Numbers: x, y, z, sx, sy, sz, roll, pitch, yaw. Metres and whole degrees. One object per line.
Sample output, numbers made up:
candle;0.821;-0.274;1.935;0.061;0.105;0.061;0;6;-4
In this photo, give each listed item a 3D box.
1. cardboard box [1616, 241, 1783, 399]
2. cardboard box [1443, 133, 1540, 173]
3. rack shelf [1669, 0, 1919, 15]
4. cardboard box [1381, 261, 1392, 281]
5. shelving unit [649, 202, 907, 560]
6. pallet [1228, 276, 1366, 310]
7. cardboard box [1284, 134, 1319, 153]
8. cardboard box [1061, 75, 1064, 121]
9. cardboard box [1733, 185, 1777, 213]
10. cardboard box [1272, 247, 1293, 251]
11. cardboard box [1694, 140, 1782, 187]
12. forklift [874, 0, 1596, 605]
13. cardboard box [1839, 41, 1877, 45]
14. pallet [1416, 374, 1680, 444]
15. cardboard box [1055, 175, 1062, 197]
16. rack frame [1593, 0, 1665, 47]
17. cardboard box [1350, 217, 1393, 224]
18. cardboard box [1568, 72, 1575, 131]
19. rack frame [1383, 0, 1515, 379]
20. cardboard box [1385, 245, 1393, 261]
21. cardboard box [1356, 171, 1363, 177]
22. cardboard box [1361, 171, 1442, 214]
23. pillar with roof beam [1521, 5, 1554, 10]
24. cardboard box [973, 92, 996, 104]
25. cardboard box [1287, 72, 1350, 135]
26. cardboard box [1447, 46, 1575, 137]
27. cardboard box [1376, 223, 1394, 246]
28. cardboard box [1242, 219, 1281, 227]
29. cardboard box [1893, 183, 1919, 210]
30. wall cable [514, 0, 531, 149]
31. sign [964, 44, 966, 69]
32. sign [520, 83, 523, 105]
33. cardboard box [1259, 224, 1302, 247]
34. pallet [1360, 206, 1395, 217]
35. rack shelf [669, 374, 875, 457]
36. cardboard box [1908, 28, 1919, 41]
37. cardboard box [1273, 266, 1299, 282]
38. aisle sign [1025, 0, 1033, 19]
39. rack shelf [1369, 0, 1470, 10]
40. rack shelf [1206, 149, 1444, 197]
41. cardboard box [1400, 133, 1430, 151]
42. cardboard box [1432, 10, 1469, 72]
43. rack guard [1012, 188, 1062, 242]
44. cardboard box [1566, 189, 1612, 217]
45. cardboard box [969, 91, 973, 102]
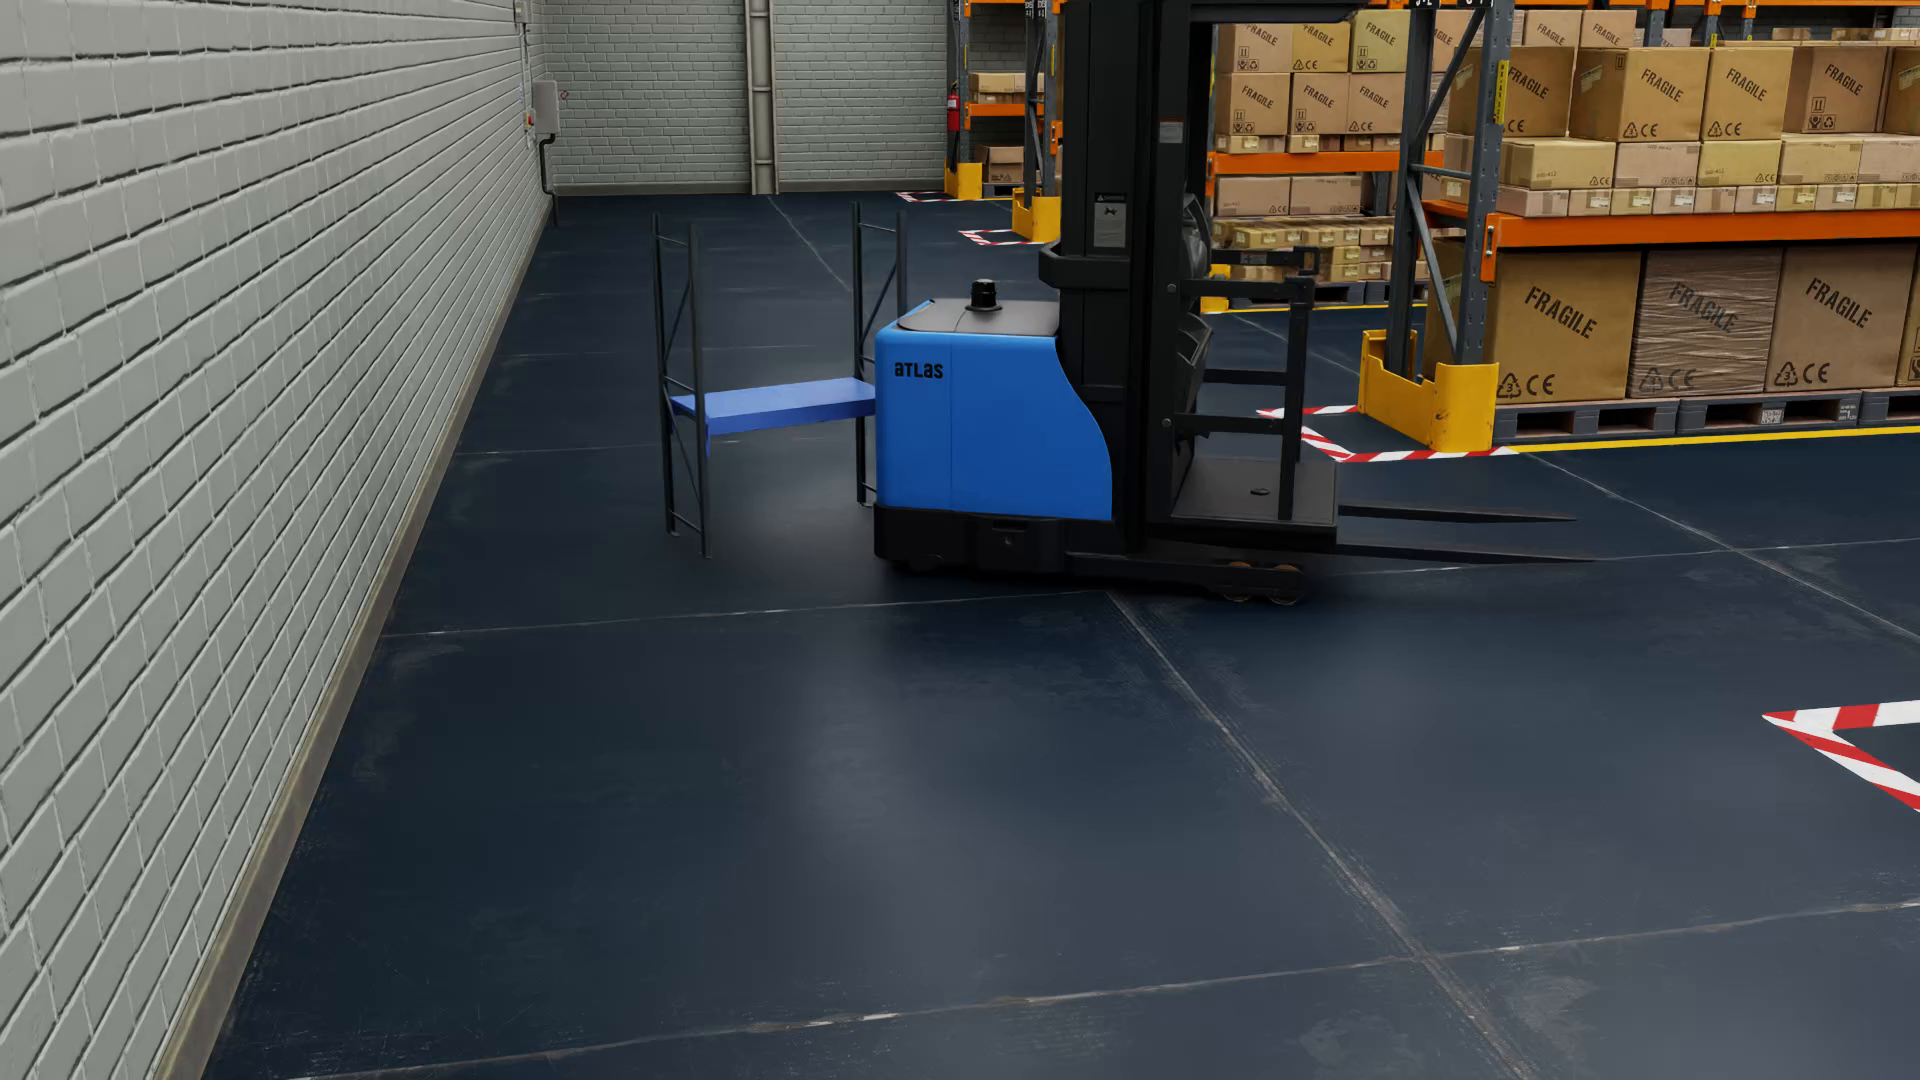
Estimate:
cardboard box;4.297;-1.396;10.151;0.875;0.875;0.875;-3;17;-10
cardboard box;3.216;-2.275;9.860;0.500;0.250;0.500;-4;17;-11
rack shelf;10.729;-6.605;20.324;4.000;0.370;1.077;-3;17;-10
cardboard box;3.773;-2.379;14.588;0.250;0.149;0.380;-4;18;-13
shelving unit;-0.822;-0.768;7.758;1.048;1.500;0.538;-10;20;-29
pallet;2.828;-2.243;14.755;1.213;0.211;1.003;-3;17;-10
cardboard box;2.845;-3.366;14.090;0.250;0.149;0.380;-4;17;-12
cardboard box;1.436;-4.950;18.649;0.500;0.500;0.500;-3;17;-11
cardboard box;4.464;-1.978;9.571;0.250;0.149;0.380;-3;17;-11
cardboard box;2.792;-2.471;14.382;0.250;0.149;0.380;-3;17;-11
cardboard box;4.316;-2.179;9.545;0.500;0.250;0.500;-4;17;-12
forklift;1.193;-1.301;7.054;3.031;2.935;1.130;4;17;12
cardboard box;10.774;-5.841;20.328;0.500;0.500;0.500;-4;18;-13
pallet;3.561;-0.835;10.172;1.213;0.211;1.003;-3;17;-10
cardboard box;1.540;-4.000;19.374;0.875;0.438;0.875;-4;17;-12
rack frame;5.876;-3.760;14.943;0.127;3.000;1.000;-3;17;-10
cardboard box;3.708;-2.820;15.011;0.250;0.149;0.380;-4;17;-12
cardboard box;5.455;-3.841;14.532;0.500;0.500;0.500;-3;17;-10
rack frame;2.791;-2.101;9.544;0.127;3.000;1.000;-3;17;-10
cardboard box;3.788;-2.562;14.679;0.250;0.149;0.380;-2;17;-8
cardboard box;5.932;-5.666;24.691;0.500;0.500;0.500;-4;17;-12
cardboard box;5.431;-4.424;20.009;0.875;0.875;0.875;-3;17;-9
pillar with roof beam;9.746;-8.794;21.115;0.400;9.000;9.100;-3;17;-10
cardboard box;0.340;-6.208;23.343;0.250;0.149;0.380;-3;17;-11
cardboard box;2.963;-3.709;14.103;0.500;0.500;0.500;-3;17;-10
cardboard box;3.219;-2.633;9.748;0.500;0.500;0.500;-3;17;-10
cardboard box;3.816;-2.669;14.521;0.250;0.149;0.380;-3;17;-10
cardboard box;2.678;-2.759;14.813;0.250;0.149;0.380;-3;17;-9
cardboard box;5.470;-2.035;9.757;0.250;0.149;0.380;-3;17;-9
wall cable;-4.621;-5.138;17.647;0.123;1.953;0.585;-3;17;-10
sign;0.068;-6.646;22.867;0.005;0.325;0.100;-3;17;-10
sign;-4.672;-4.749;17.705;0.001;0.218;0.327;-3;17;-10
cardboard box;2.776;-2.640;14.427;0.250;0.149;0.380;-3;17;-9
pallet;5.581;-3.913;20.191;1.213;0.211;1.003;-3;17;-10
rack shelf;-0.822;-0.596;7.811;1.000;0.185;0.538;-10;20;-29
cardboard box;11.608;-6.194;20.374;0.250;0.149;0.380;-4;17;-12
cardboard box;2.765;-2.350;14.494;0.250;0.149;0.380;-3;17;-11
aisle sign;0.781;-6.286;18.742;0.004;0.787;0.394;-3;17;-10
rack shelf;5.856;-7.813;24.257;4.000;0.370;1.077;-3;17;-10
rack shelf;3.913;-3.304;14.686;4.000;0.370;1.077;-3;17;-10
cardboard box;3.851;-3.442;14.337;0.250;0.149;0.380;-3;17;-8
cardboard box;3.949;-4.235;14.112;0.500;0.500;0.500;-4;17;-12
rack guard;0.887;-3.762;19.208;0.348;0.500;1.175;-3;17;-10
cardboard box;3.453;-1.921;9.384;0.250;0.149;0.380;-4;17;-11
cardboard box;0.240;-6.365;23.853;0.250;0.149;0.380;-3;17;-11
